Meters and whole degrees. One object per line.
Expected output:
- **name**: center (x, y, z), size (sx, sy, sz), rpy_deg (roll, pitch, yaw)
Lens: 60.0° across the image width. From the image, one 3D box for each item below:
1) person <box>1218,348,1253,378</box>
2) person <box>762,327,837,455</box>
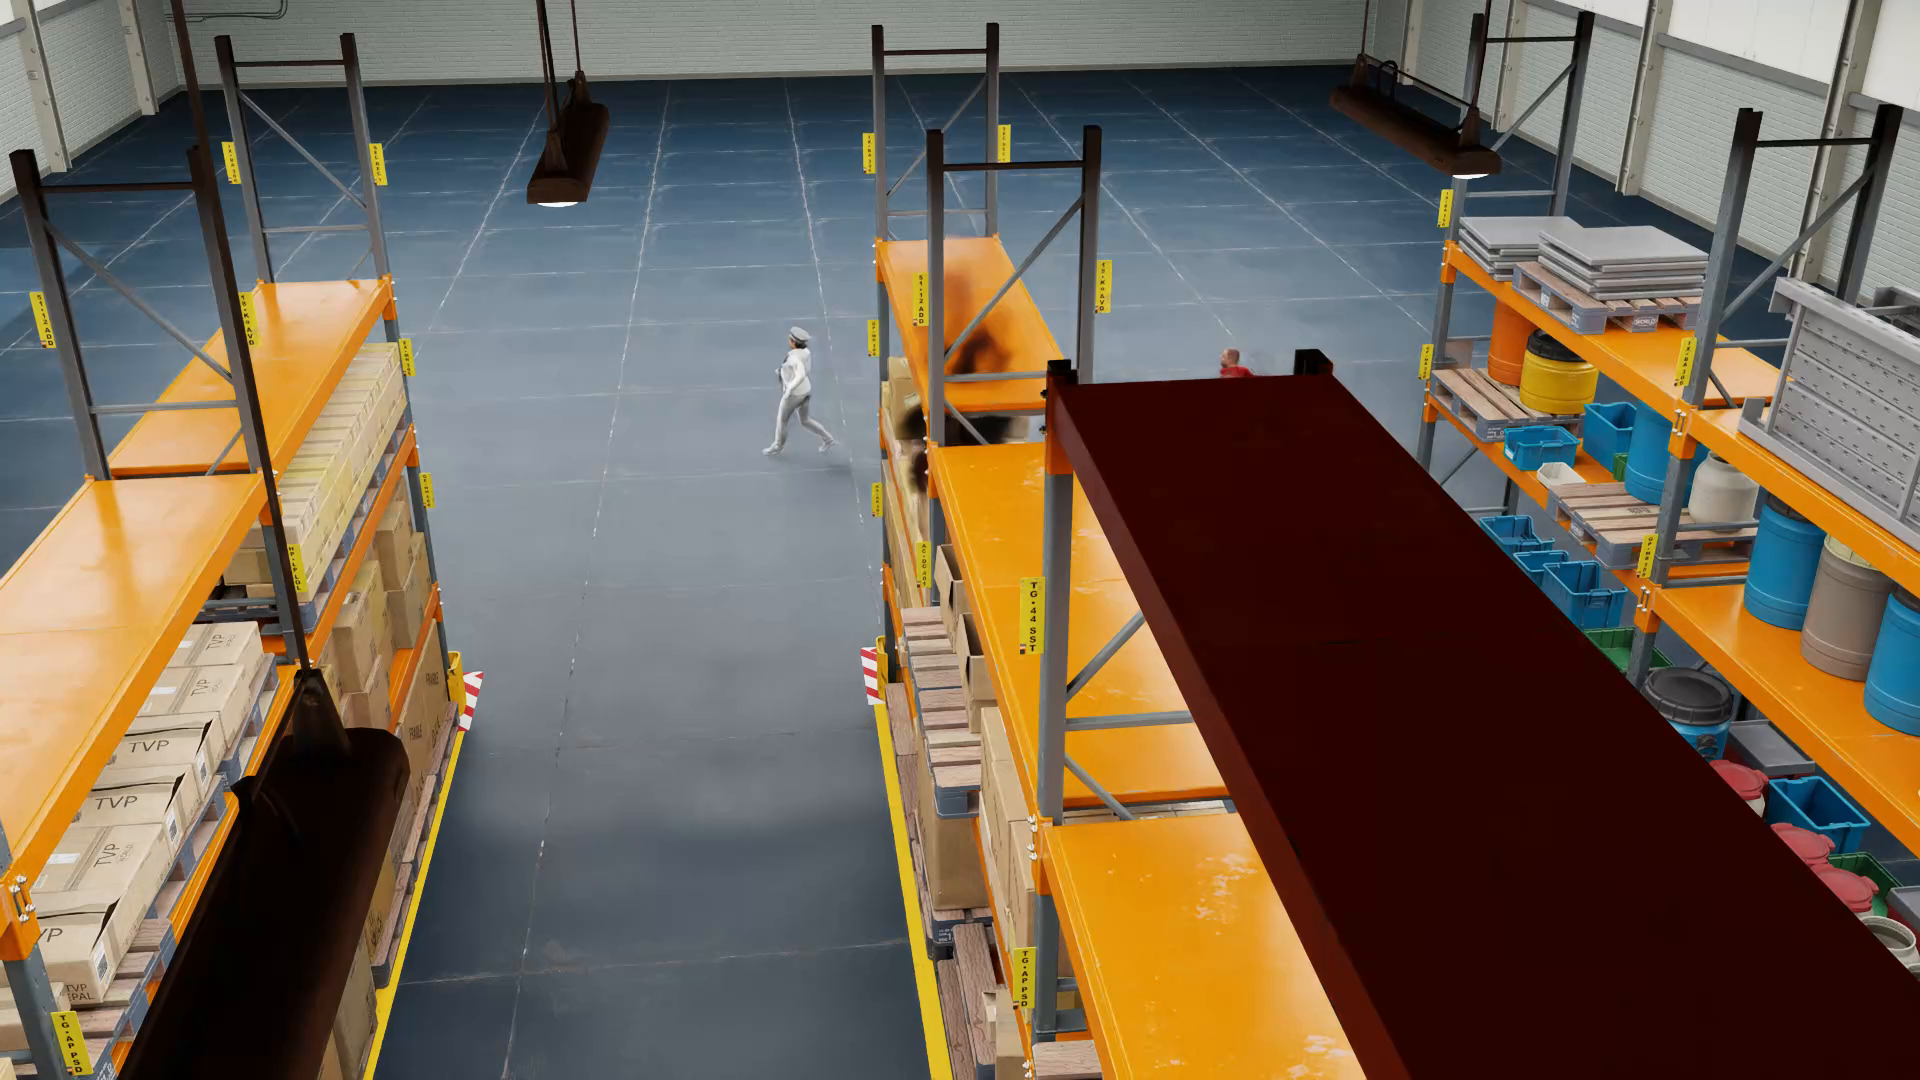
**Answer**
- **person**: center (3.113, -1.417, 19.439), size (0.893, 1.734, 0.645), rpy_deg (8, 27, 17)
- **person**: center (-1.997, -1.781, 20.265), size (0.984, 1.678, 0.625), rpy_deg (11, 27, 21)
